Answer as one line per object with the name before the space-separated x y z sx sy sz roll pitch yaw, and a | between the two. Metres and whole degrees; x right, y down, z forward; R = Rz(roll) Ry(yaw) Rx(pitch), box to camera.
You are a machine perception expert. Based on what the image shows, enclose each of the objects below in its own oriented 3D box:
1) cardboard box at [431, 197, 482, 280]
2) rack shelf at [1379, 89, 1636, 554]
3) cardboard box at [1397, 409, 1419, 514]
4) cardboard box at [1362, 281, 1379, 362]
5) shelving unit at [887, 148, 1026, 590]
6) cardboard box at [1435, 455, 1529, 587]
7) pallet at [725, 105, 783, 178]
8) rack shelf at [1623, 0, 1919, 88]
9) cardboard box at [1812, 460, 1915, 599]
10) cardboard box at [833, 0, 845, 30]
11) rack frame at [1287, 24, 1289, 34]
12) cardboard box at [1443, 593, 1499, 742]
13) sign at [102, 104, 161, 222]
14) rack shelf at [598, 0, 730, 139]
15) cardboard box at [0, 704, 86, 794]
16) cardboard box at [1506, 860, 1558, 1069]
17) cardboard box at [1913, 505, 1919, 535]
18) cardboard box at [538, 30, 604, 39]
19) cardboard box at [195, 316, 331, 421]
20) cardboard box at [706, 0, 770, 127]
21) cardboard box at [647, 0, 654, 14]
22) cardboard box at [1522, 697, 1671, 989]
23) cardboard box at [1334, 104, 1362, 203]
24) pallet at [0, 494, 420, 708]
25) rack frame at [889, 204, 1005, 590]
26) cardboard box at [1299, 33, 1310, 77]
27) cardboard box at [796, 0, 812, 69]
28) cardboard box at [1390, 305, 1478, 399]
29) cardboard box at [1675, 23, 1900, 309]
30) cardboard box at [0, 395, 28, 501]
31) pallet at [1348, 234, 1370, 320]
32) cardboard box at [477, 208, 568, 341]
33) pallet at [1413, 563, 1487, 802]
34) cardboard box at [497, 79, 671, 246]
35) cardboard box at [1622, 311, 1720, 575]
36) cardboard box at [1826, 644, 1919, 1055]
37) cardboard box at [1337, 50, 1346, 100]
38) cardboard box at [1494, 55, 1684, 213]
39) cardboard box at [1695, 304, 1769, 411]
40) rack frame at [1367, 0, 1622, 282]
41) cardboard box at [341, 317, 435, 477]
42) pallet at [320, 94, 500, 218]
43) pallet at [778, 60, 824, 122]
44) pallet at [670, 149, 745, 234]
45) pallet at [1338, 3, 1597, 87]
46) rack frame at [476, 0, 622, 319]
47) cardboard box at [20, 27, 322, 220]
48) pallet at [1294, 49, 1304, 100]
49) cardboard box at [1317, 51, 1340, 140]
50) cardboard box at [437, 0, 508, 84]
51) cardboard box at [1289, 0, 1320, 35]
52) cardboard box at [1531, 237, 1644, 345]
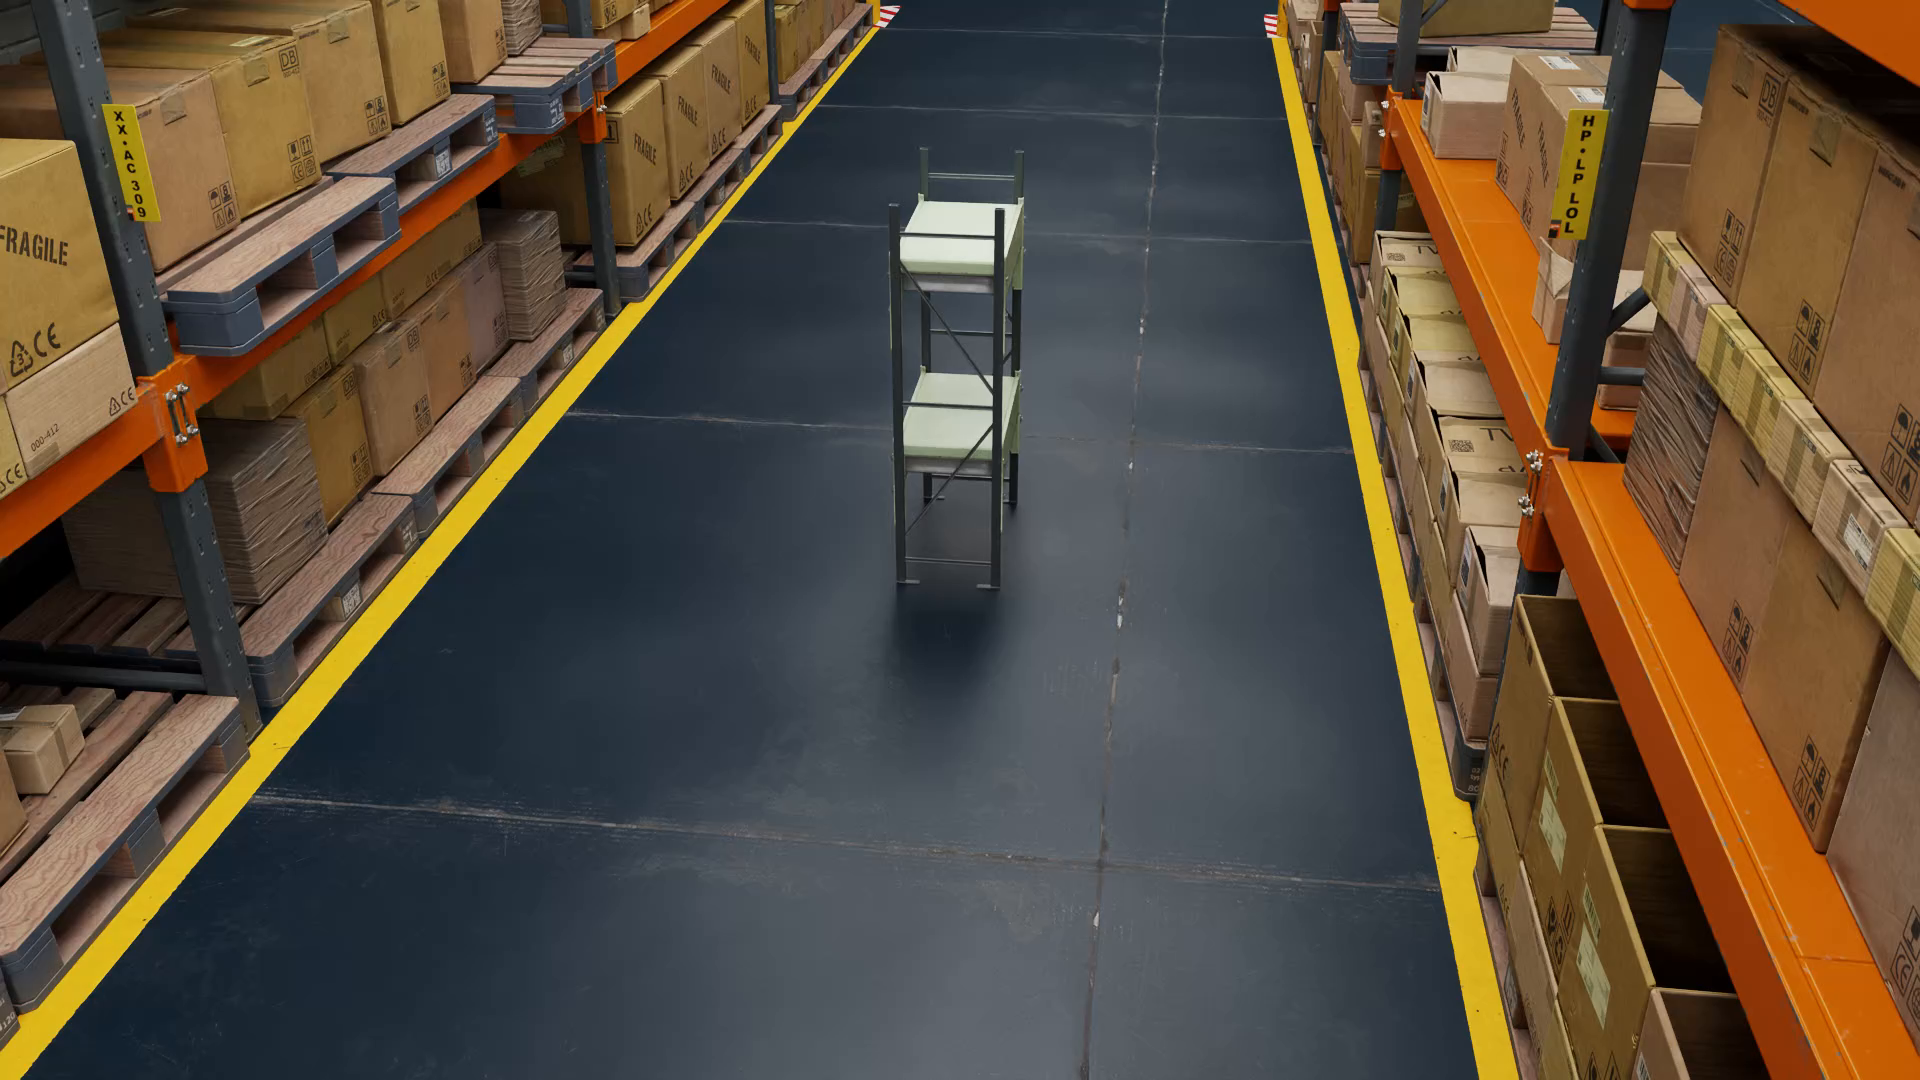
cardboard box | -2.517 -1.389 7.547 0.500 0.250 0.500 4 29 7
rack shelf | 2.323 -1.028 6.255 1.077 0.370 4.000 3 28 6
cardboard box | 2.031 -0.308 6.616 0.500 0.250 0.500 4 29 7
cardboard box | 2.213 -1.031 7.958 0.500 0.250 0.500 3 28 6
shelving unit | -0.001 -0.657 6.388 0.431 1.500 0.755 3 28 6
cardboard box | 1.901 -0.077 5.596 0.500 0.311 0.500 4 29 8
pallet | -1.878 -2.860 11.837 1.003 0.211 1.213 3 28 6
rack shelf | 1.833 -0.466 2.048 1.077 0.370 4.000 3 28 6
cardboard box | 1.699 -0.011 2.819 0.380 0.149 0.250 3 28 5
cardboard box | -1.416 -4.852 14.786 0.700 0.500 0.500 3 28 6
rack frame | 3.548 -6.052 14.821 1.000 3.000 0.127 3 28 6
cardboard box | 1.841 0.410 5.283 0.500 0.250 0.500 3 28 6
sign | -2.299 -1.043 4.610 0.100 0.325 0.005 3 28 6
rack shelf | -2.104 -3.197 10.281 1.077 0.370 4.000 3 28 6
cardboard box | -2.875 0.618 4.965 0.380 0.166 0.250 0 28 0
cardboard box | 1.654 1.058 4.080 0.500 0.250 0.500 3 28 6
cardboard box | 1.846 -0.101 2.301 0.700 0.500 0.500 3 28 6
cardboard box | -2.078 -2.612 8.680 0.380 0.149 0.250 3 28 5
cardboard box | -2.715 -0.668 6.208 0.500 0.250 0.500 3 28 5
cardboard box | -1.809 -3.380 11.686 0.750 0.750 0.750 4 29 7
cardboard box | -1.991 -3.099 9.583 0.380 0.149 0.250 4 29 7
cardboard box | 1.657 0.728 3.902 0.500 0.500 0.500 3 28 6
cardboard box | 2.572 -2.325 10.074 0.500 0.500 0.500 2 28 4
pallet | -2.745 0.171 6.209 1.003 0.211 1.213 3 28 6
rack frame | -0.046 -0.485 6.069 0.400 1.500 0.023 3 28 6
cardboard box | 2.938 -3.817 13.043 0.500 0.311 0.500 3 28 6
cardboard box | -1.600 -4.122 13.432 0.700 0.500 0.500 3 28 6
cardboard box | 2.092 -0.791 6.920 0.500 0.311 0.500 3 28 5
cardboard box | 2.030 -0.810 3.617 0.700 0.500 0.500 3 29 6
cardboard box | -2.665 -0.158 4.017 0.500 0.250 0.500 3 29 6
pallet | 2.697 -1.408 9.141 1.003 0.211 1.213 3 28 6
cardboard box | -2.385 -1.324 8.216 0.700 0.500 0.500 4 29 7
pallet | 2.130 0.475 5.646 1.003 0.211 1.213 3 28 6
cardboard box | -2.128 -2.150 9.401 0.750 0.750 0.750 3 28 6
cardboard box | 2.030 -0.238 3.924 0.700 0.500 0.500 3 28 5
cardboard box | 1.845 0.487 2.577 0.700 0.500 0.500 4 29 8
cardboard box | 2.635 -2.908 10.367 0.500 0.250 0.500 3 29 6
cardboard box | 2.379 -1.540 6.340 0.500 0.500 0.500 2 28 3
cardboard box | 1.792 -0.378 3.500 0.380 0.149 0.250 3 28 5
rack frame | 2.568 -2.286 7.831 1.000 3.000 0.127 3 28 6
cardboard box | -2.649 -0.614 6.899 0.700 0.500 0.500 4 29 7
pallet | -2.551 -1.554 6.674 1.003 0.211 1.213 3 28 6
pallet | -1.688 -3.581 13.175 1.003 0.211 1.213 3 28 6
pallet | -2.025 -2.284 10.768 1.003 0.211 1.213 3 28 6
pallet | 2.582 -2.525 8.477 1.213 0.211 1.003 3 28 6
rack frame | -2.349 -2.573 8.363 1.000 3.000 0.127 3 28 6
cardboard box | -2.667 -1.428 5.668 0.700 0.500 0.500 6 29 11
pallet | 3.290 -3.841 13.657 1.003 0.211 1.213 3 28 6
cardboard box | 2.757 -3.049 11.419 0.500 0.500 0.500 2 28 4
cardboard box | -2.438 -2.324 7.332 0.700 0.500 0.500 1 28 1
cardboard box | 3.139 -4.561 14.488 0.500 0.250 0.500 3 28 6
cardboard box | 2.004 -0.769 5.156 0.396 0.266 0.258 3 28 5
